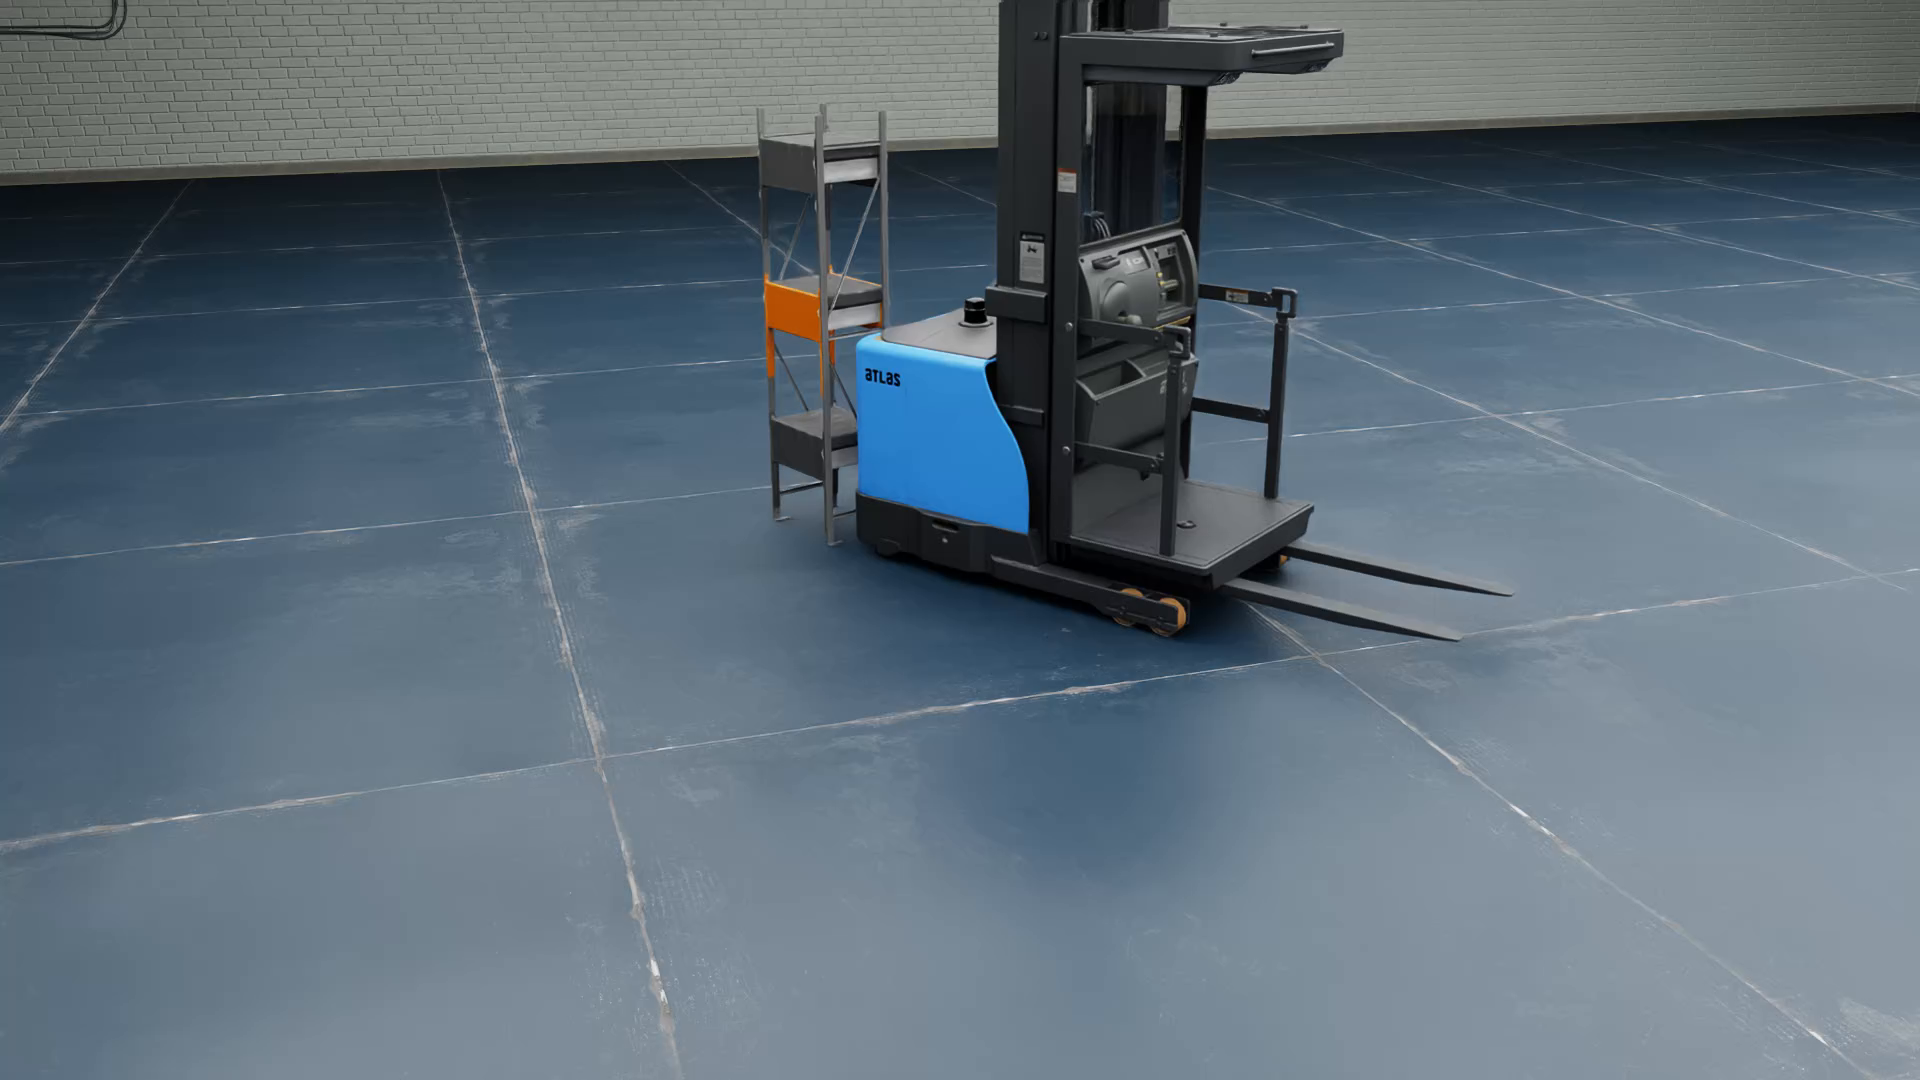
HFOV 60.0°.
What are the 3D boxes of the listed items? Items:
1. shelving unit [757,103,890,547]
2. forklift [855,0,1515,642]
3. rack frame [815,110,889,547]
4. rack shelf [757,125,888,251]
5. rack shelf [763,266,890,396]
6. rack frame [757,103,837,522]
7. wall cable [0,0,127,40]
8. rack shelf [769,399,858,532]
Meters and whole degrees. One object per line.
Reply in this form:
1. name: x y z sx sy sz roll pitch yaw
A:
1. shelving unit: -0.662 -1.062 8.268 0.431 2.100 0.503 -15 25 -37
2. forklift: 0.973 -1.163 7.318 3.031 2.935 1.130 14 24 34
3. rack frame: -0.508 -0.999 8.090 0.400 2.100 0.015 -15 25 -37
4. rack shelf: -0.662 -1.708 8.036 0.431 0.518 0.480 -15 25 -37
5. rack shelf: -0.662 -1.050 8.273 0.431 0.518 0.480 -15 25 -37
6. rack frame: -0.817 -1.126 8.446 0.400 2.100 0.015 -15 25 -37
7. wall cable: -11.722 -7.193 19.724 3.097 2.526 0.112 -6 21 -17
8. rack shelf: -0.662 -0.391 8.509 0.431 0.518 0.480 -15 25 -37
